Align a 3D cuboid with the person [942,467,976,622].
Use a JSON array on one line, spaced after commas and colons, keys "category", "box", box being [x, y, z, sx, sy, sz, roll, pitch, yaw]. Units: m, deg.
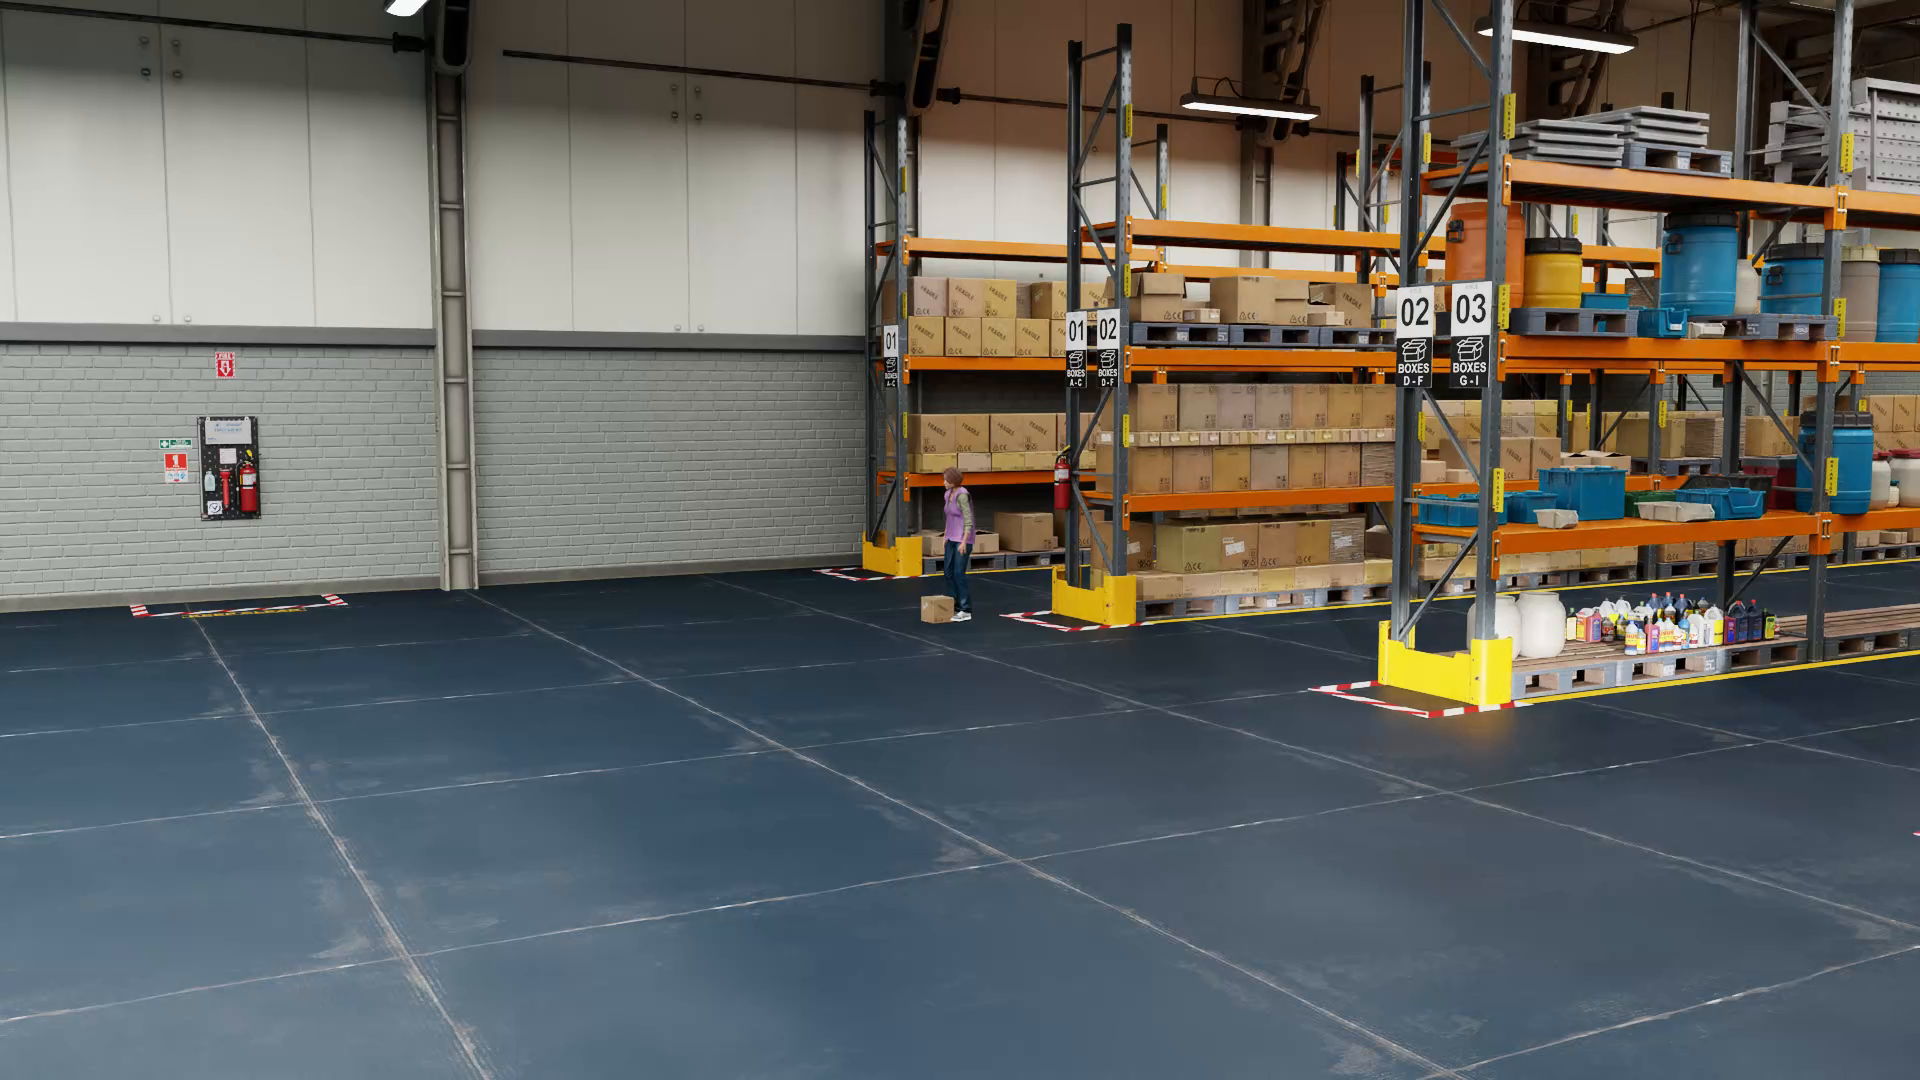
[{"category": "person", "box": [-0.027, 0.037, 17.248, 0.343, 1.592, 0.460, -3, 6, -28]}]
